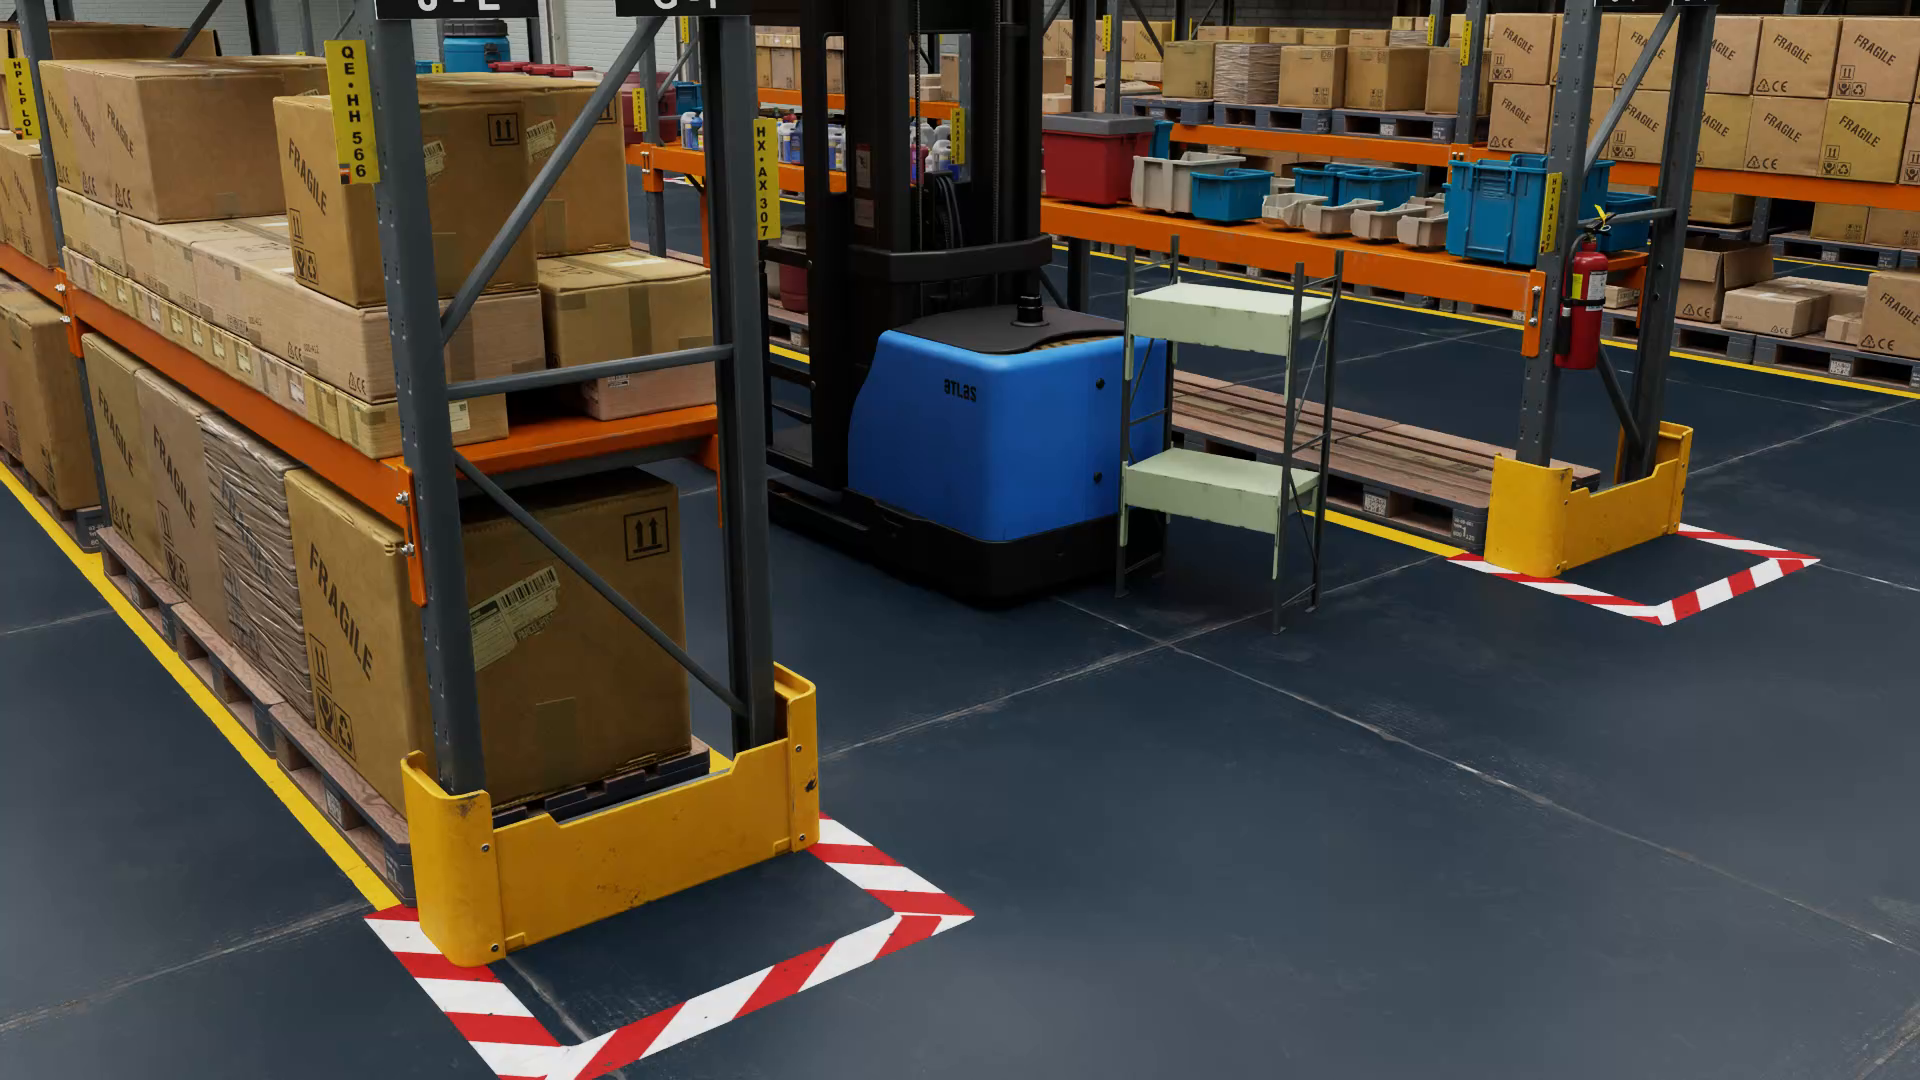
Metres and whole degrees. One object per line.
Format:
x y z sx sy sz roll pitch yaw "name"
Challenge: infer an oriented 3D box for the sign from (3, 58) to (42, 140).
-3.886 -1.829 6.898 0.100 0.325 0.005 -14 23 -36 "sign"

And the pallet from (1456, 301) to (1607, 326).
4.727 -1.864 13.157 1.003 0.211 1.213 -14 23 -36 "pallet"

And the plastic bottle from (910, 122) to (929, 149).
-0.298 -2.559 10.897 0.144 0.351 0.185 -14 23 -36 "plastic bottle"

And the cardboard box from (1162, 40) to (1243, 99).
2.297 -4.457 15.723 0.500 0.500 0.700 11 21 30 "cardboard box"

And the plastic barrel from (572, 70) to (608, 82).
-3.135 -3.746 14.226 0.421 0.512 0.421 0 18 0 "plastic barrel"

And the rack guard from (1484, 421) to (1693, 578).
2.925 -0.216 7.720 1.175 0.500 0.348 -14 23 -36 "rack guard"

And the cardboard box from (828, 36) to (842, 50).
-1.319 -5.835 19.521 0.380 0.149 0.250 -15 23 -38 "cardboard box"

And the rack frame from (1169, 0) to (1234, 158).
3.215 -6.297 22.106 1.000 3.000 0.127 -14 23 -36 "rack frame"

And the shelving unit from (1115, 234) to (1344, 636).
1.087 -0.446 6.822 0.755 1.500 0.431 13 22 34 "shelving unit"

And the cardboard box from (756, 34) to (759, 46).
-2.432 -6.277 20.856 0.380 0.149 0.250 -15 23 -38 "cardboard box"

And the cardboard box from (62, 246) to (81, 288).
-3.543 -1.168 7.018 0.380 0.149 0.250 -14 23 -36 "cardboard box"

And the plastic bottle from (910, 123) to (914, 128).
-0.342 -2.838 11.867 0.097 0.271 0.097 0 18 0 "plastic bottle"

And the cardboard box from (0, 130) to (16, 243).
-4.603 -1.785 8.323 0.500 0.500 0.500 -14 23 -37 "cardboard box"

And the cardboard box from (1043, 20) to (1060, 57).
1.407 -7.148 23.691 0.500 0.500 0.500 -15 23 -38 "cardboard box"

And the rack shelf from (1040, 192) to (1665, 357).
1.658 -1.557 8.938 1.077 0.370 4.000 -14 23 -36 "rack shelf"

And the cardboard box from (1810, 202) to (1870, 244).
8.566 -3.134 15.863 0.700 0.500 0.500 -14 23 -35 "cardboard box"

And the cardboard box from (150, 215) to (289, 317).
-2.449 -0.955 5.740 0.500 0.250 0.500 -14 23 -36 "cardboard box"

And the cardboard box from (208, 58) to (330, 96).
-2.663 -1.666 6.693 0.500 0.500 0.500 -14 23 -36 "cardboard box"

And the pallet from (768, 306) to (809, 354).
-0.792 -1.567 12.259 1.003 0.211 1.213 -14 23 -36 "pallet"

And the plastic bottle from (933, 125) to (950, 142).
-0.147 -2.749 11.591 0.152 0.276 0.135 -14 23 -36 "plastic bottle"

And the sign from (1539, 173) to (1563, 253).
2.479 -1.372 6.975 0.100 0.325 0.005 -14 23 -36 "sign"

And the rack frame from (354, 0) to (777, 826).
-0.983 -0.439 4.418 1.000 3.000 0.127 -14 23 -36 "rack frame"

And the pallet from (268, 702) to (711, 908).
-1.541 0.703 5.405 1.003 0.211 1.213 -14 23 -36 "pallet"

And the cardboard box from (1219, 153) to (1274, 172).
2.621 -3.524 15.816 0.500 0.250 0.500 -13 22 -34 "cardboard box"

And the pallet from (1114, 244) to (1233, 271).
2.252 -2.828 16.068 1.003 0.211 1.213 -14 23 -36 "pallet"

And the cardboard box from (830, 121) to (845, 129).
-1.426 -4.776 20.027 0.500 0.500 0.500 -14 23 -36 "cardboard box"

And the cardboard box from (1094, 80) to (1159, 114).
1.626 -4.399 16.518 0.500 0.311 0.500 -12 22 -33 "cardboard box"

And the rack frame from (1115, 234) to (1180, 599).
0.791 -0.513 7.026 0.023 1.500 0.400 13 22 34 "rack frame"

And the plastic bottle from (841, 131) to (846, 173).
-0.705 -2.614 11.183 0.152 0.276 0.135 -14 23 -36 "plastic bottle"

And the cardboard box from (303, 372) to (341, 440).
-1.625 -0.407 4.720 0.380 0.149 0.250 -14 23 -36 "cardboard box"

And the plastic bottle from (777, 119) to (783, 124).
-1.424 -3.235 13.175 0.097 0.201 0.097 0 18 0 "plastic bottle"

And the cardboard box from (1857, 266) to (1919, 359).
6.254 -1.480 10.837 0.500 0.500 0.500 -14 23 -36 "cardboard box"

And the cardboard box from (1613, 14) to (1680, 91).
5.013 -3.455 11.775 0.500 0.500 0.500 -15 23 -38 "cardboard box"

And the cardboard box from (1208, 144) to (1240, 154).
3.685 -5.141 21.892 0.700 0.500 0.500 -13 22 -34 "cardboard box"

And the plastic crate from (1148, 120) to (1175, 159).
0.974 -2.364 10.160 0.392 0.384 0.575 -14 23 -36 "plastic crate"

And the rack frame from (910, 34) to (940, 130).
-0.666 -5.329 19.184 1.000 3.000 0.127 -14 23 -36 "rack frame"

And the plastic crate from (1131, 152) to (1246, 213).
1.220 -1.952 9.078 0.437 0.282 0.530 -14 23 -36 "plastic crate"

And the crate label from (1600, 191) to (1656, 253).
3.005 -1.480 7.732 0.416 0.233 0.303 -14 23 -36 "crate label"

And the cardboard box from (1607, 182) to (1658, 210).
7.123 -3.857 17.492 0.750 0.750 0.750 -13 22 -34 "cardboard box"

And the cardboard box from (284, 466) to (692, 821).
-1.443 0.228 5.115 0.875 0.875 0.875 -14 23 -36 "cardboard box"

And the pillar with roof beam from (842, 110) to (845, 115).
-5.256 -10.765 26.056 9.100 9.000 0.400 -14 23 -36 "pillar with roof beam"

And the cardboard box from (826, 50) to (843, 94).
-1.279 -5.613 19.883 0.700 0.500 0.500 -14 23 -37 "cardboard box"

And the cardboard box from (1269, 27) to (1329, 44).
4.279 -6.126 20.731 0.700 0.500 0.500 -10 21 -29 "cardboard box"

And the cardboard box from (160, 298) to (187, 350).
-2.574 -0.784 5.858 0.380 0.149 0.250 -15 23 -38 "cardboard box"

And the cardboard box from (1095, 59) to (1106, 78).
2.056 -6.538 23.041 0.500 0.250 0.500 -14 23 -36 "cardboard box"

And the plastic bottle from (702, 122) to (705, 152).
-1.884 -3.062 12.525 0.061 0.283 0.133 -14 23 -36 "plastic bottle"

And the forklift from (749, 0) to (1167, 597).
-0.389 -1.547 7.872 1.130 2.935 3.031 -14 23 -36 "forklift"

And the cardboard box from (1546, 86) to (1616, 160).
4.725 -3.101 12.296 0.500 0.500 0.500 -13 23 -35 "cardboard box"

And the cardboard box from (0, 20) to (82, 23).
-5.509 -2.751 9.644 0.797 0.503 0.637 -13 22 -34 "cardboard box"

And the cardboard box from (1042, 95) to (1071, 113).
1.043 -4.392 16.753 0.380 0.149 0.250 -14 23 -36 "cardboard box"
